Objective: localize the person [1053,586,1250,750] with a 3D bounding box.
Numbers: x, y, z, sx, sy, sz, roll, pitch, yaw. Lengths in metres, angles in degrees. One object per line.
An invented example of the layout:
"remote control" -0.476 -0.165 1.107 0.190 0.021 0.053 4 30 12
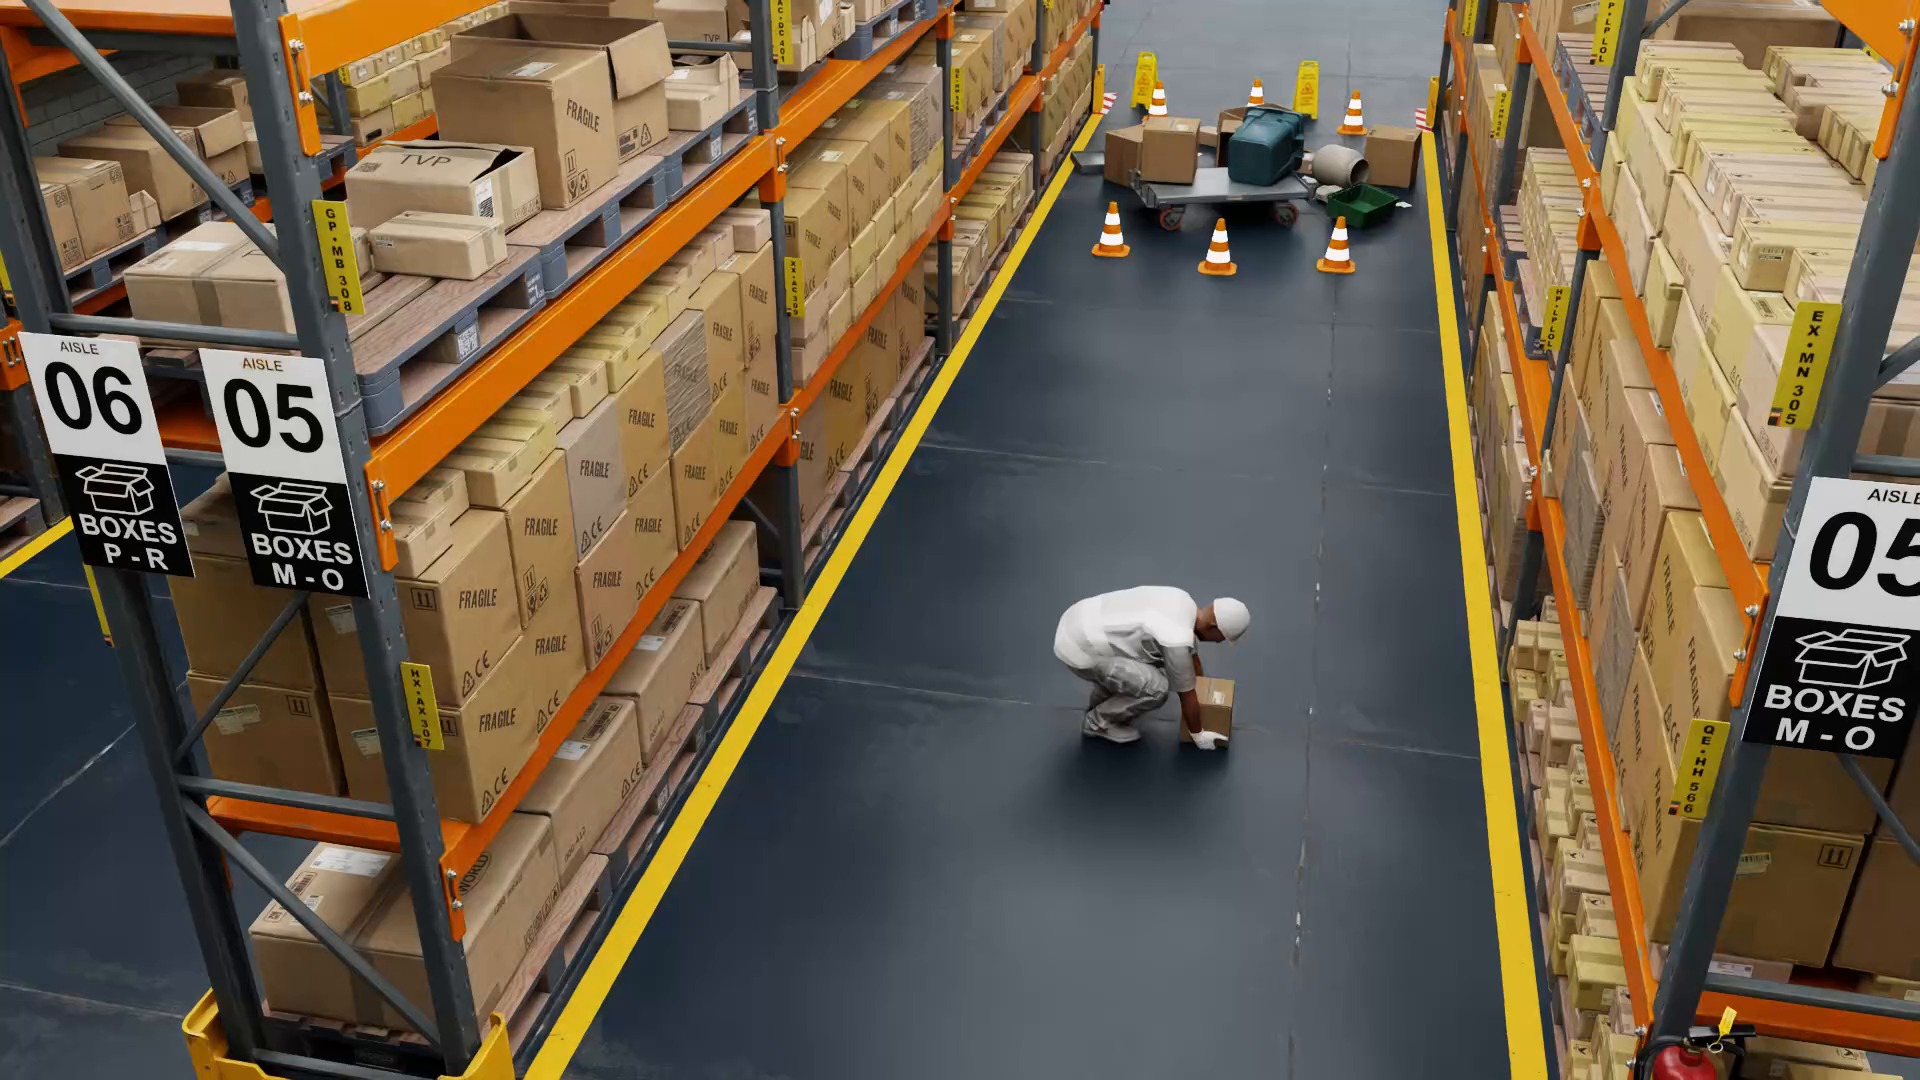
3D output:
"person" 0.970 0.625 8.531 0.971 0.807 0.560 5 29 9
